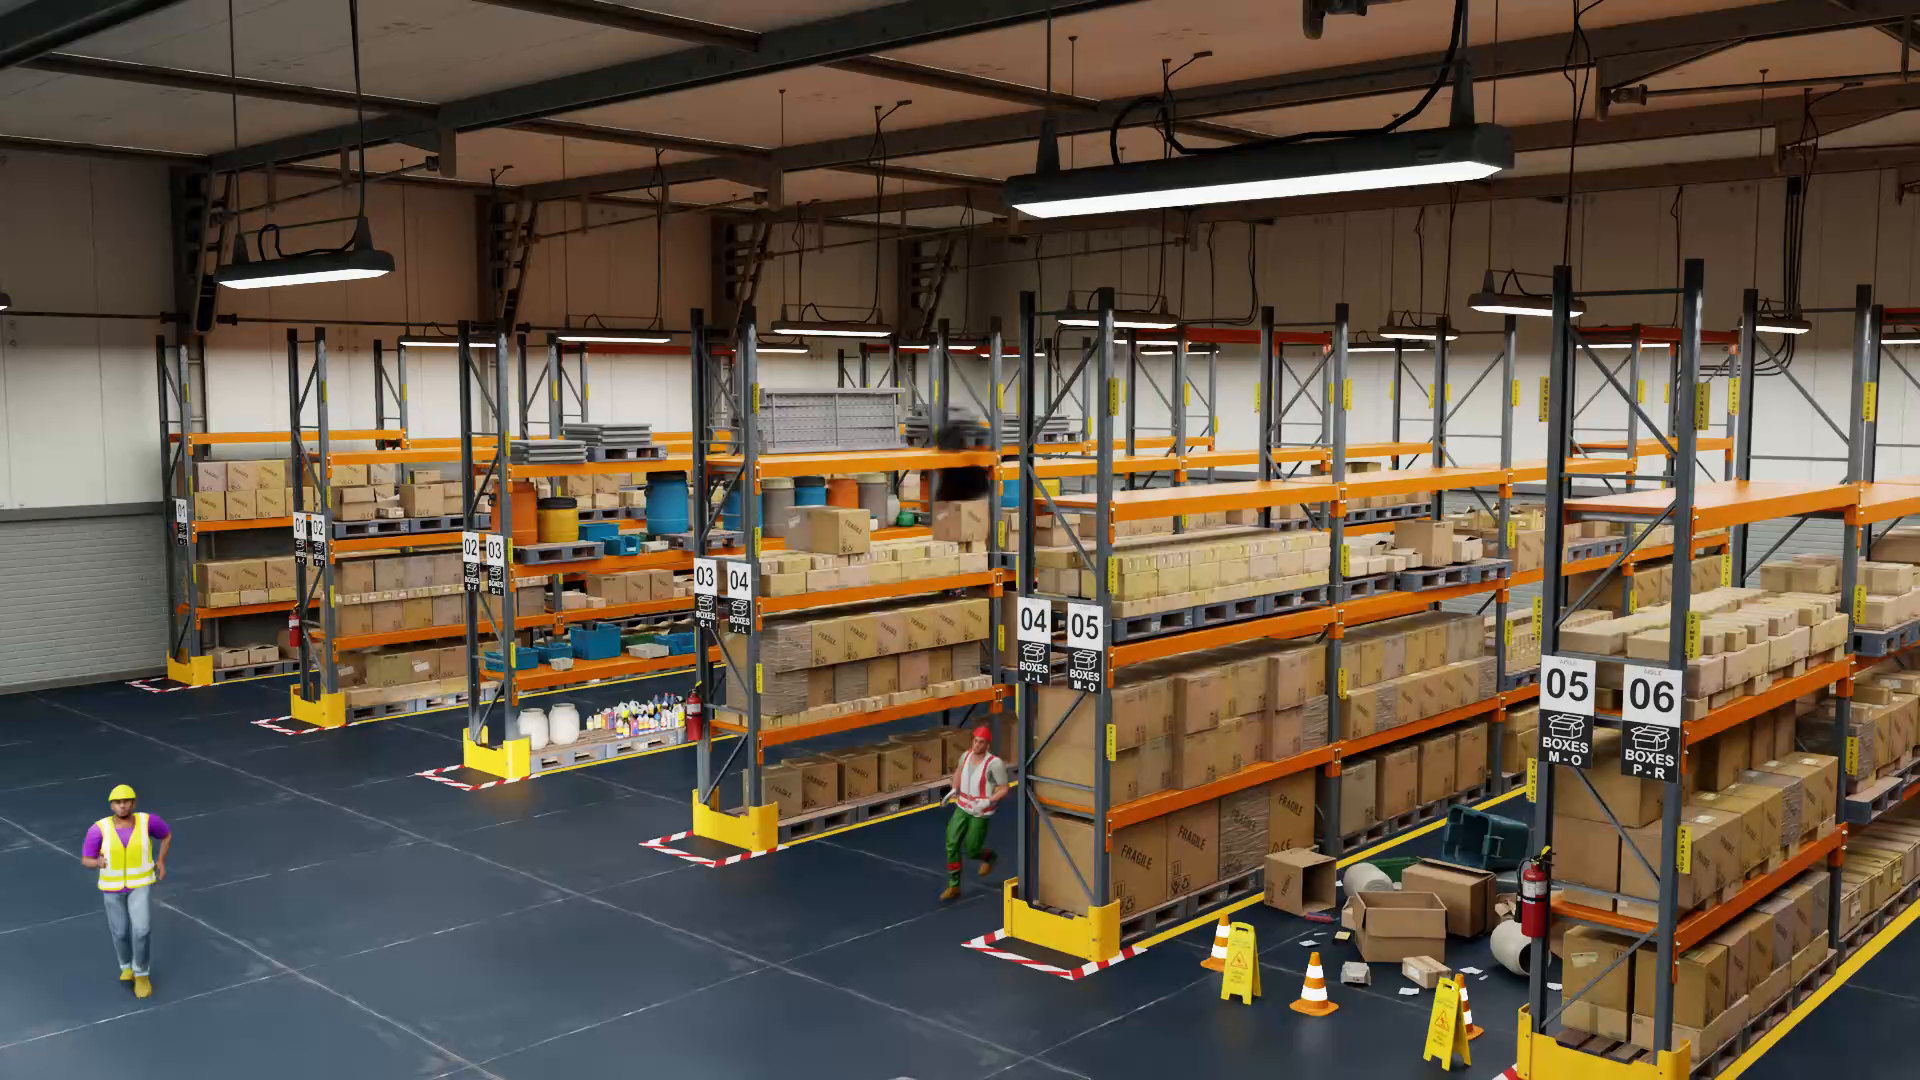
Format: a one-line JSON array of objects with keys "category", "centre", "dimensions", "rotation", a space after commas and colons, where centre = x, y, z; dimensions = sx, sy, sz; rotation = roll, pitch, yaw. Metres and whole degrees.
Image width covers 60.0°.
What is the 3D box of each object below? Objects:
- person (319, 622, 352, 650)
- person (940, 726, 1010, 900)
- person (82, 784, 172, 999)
[{"category": "person", "centre": [-10.235, 1.706, 27.504], "dimensions": [0.637, 1.814, 0.711], "rotation": [4, 6, 34]}, {"category": "person", "centre": [0.188, 2.737, 16.821], "dimensions": [0.706, 1.758, 0.788], "rotation": [4, 7, 37]}, {"category": "person", "centre": [-7.047, 2.970, 14.083], "dimensions": [0.673, 1.812, 0.706], "rotation": [-2, 6, -22]}]
